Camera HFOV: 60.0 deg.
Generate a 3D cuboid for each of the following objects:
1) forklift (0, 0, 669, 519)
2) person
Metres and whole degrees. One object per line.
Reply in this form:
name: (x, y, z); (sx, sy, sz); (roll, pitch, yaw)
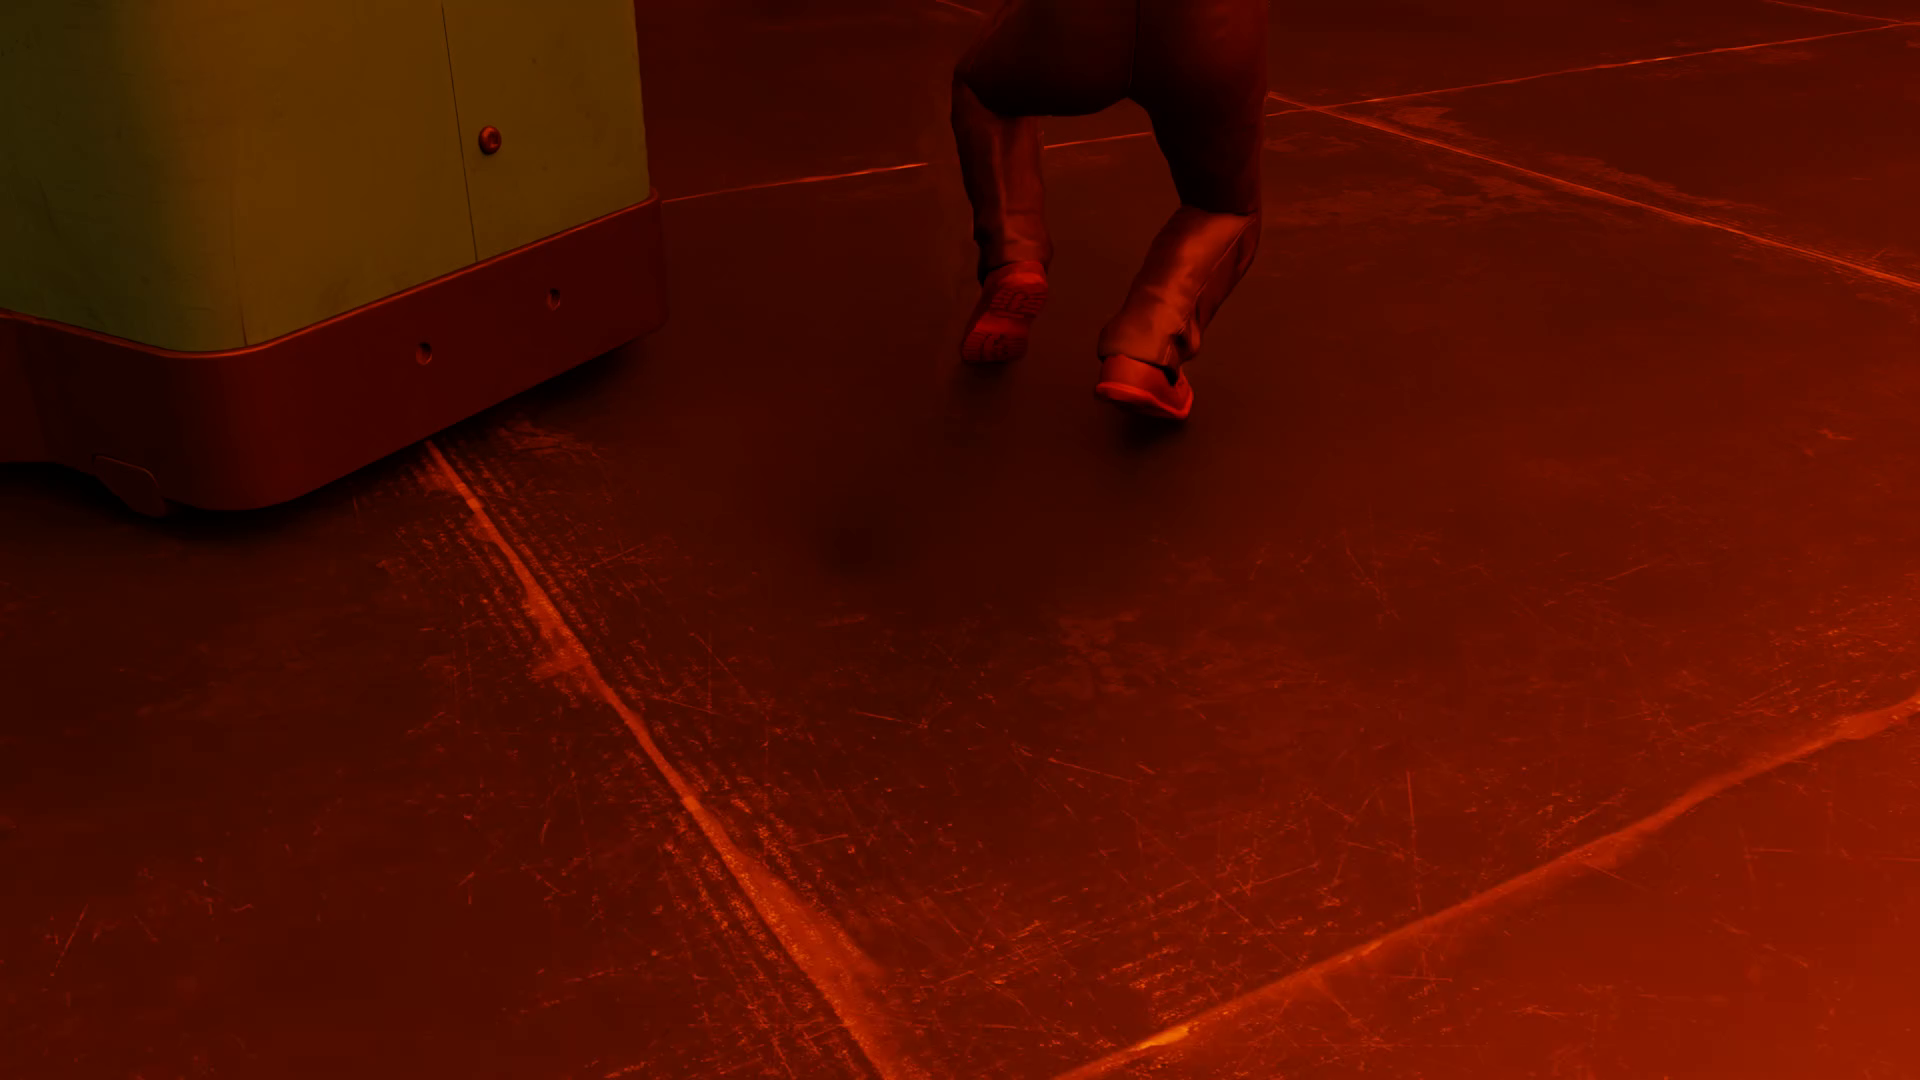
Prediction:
forklift: (-2.095, -1.807, 2.822); (3.031, 2.935, 1.130); (14, 30, 26)
person: (0.073, -0.966, 2.718); (1.011, 1.576, 0.769); (4, 27, 8)
